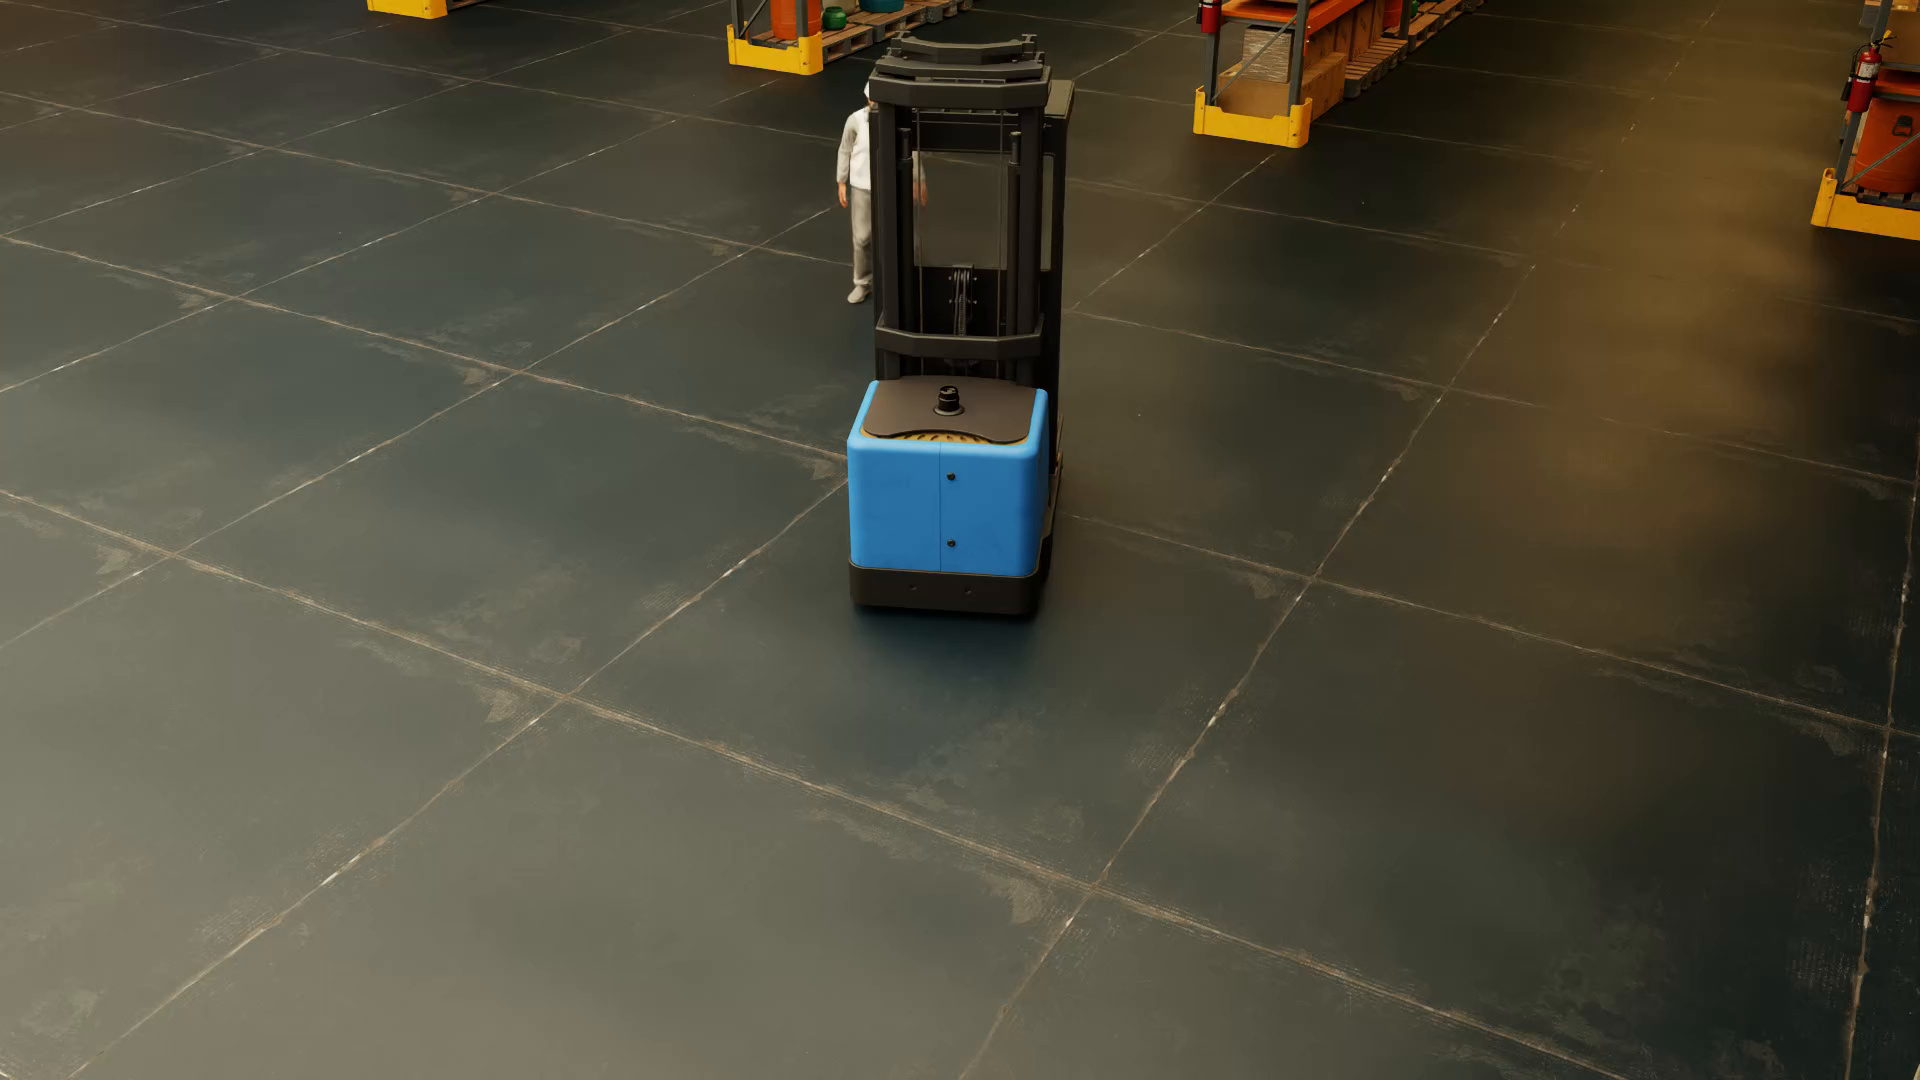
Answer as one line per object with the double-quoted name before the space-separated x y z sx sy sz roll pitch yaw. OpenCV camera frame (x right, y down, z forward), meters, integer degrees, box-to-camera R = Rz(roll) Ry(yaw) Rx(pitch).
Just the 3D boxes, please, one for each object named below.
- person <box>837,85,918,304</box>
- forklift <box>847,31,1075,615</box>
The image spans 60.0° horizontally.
"person" -0.634 -2.760 13.015 0.650 1.775 0.464 -4 30 -7
"forklift" 0.072 -1.572 9.794 1.130 2.935 3.031 3 30 6
